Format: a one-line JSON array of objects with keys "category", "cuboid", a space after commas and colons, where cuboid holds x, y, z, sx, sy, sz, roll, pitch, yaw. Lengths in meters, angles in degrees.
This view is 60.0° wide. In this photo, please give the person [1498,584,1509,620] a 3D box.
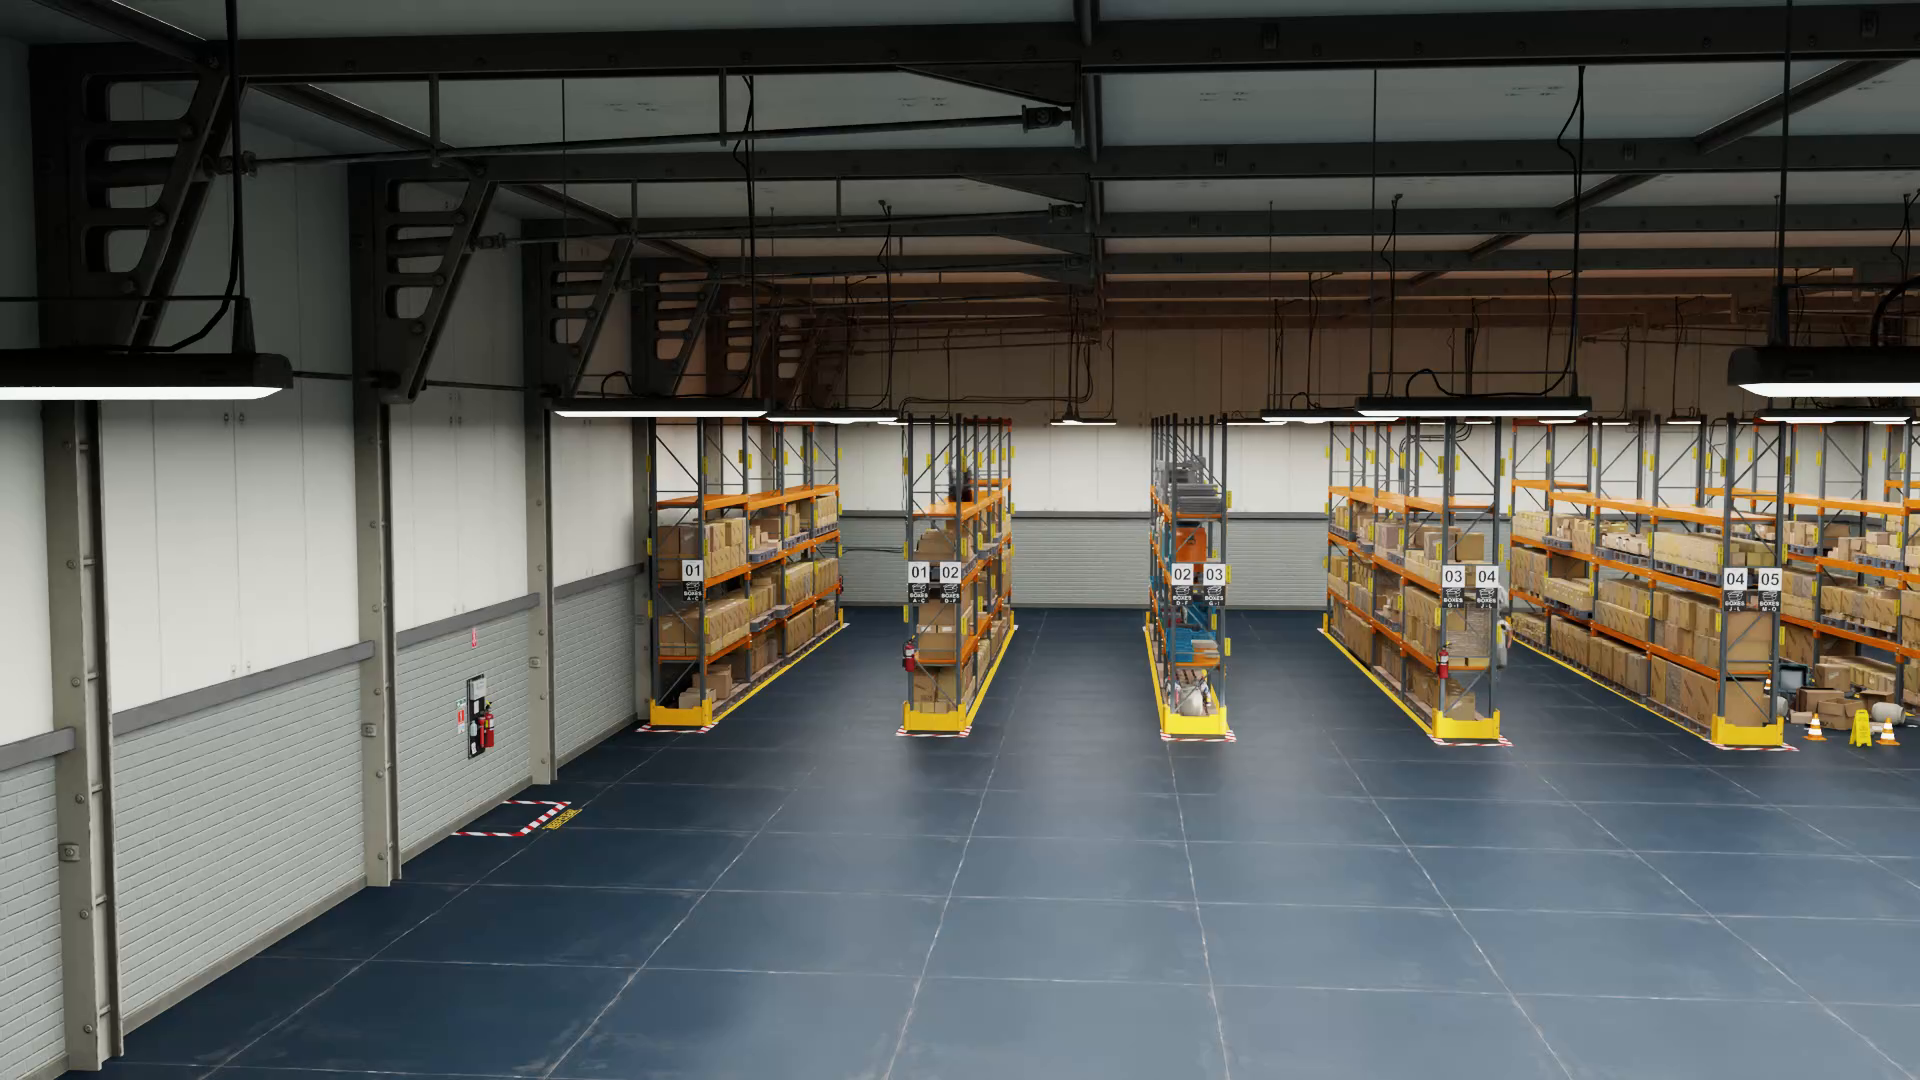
[{"category": "person", "cuboid": [15.209, 1.769, 47.177, 0.597, 1.583, 0.628, -1, 4, -18]}]

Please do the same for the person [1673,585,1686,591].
[{"category": "person", "cuboid": [20.351, 1.758, 46.951, 0.688, 1.699, 0.635, 0, 4, 4]}]

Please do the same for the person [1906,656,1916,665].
[{"category": "person", "cuboid": [21.400, 2.367, 37.017, 0.661, 1.740, 0.835, 0, 4, -4]}]

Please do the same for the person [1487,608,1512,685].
[{"category": "person", "cuboid": [11.951, 2.375, 36.971, 0.699, 1.746, 0.647, 0, 4, 5]}]
